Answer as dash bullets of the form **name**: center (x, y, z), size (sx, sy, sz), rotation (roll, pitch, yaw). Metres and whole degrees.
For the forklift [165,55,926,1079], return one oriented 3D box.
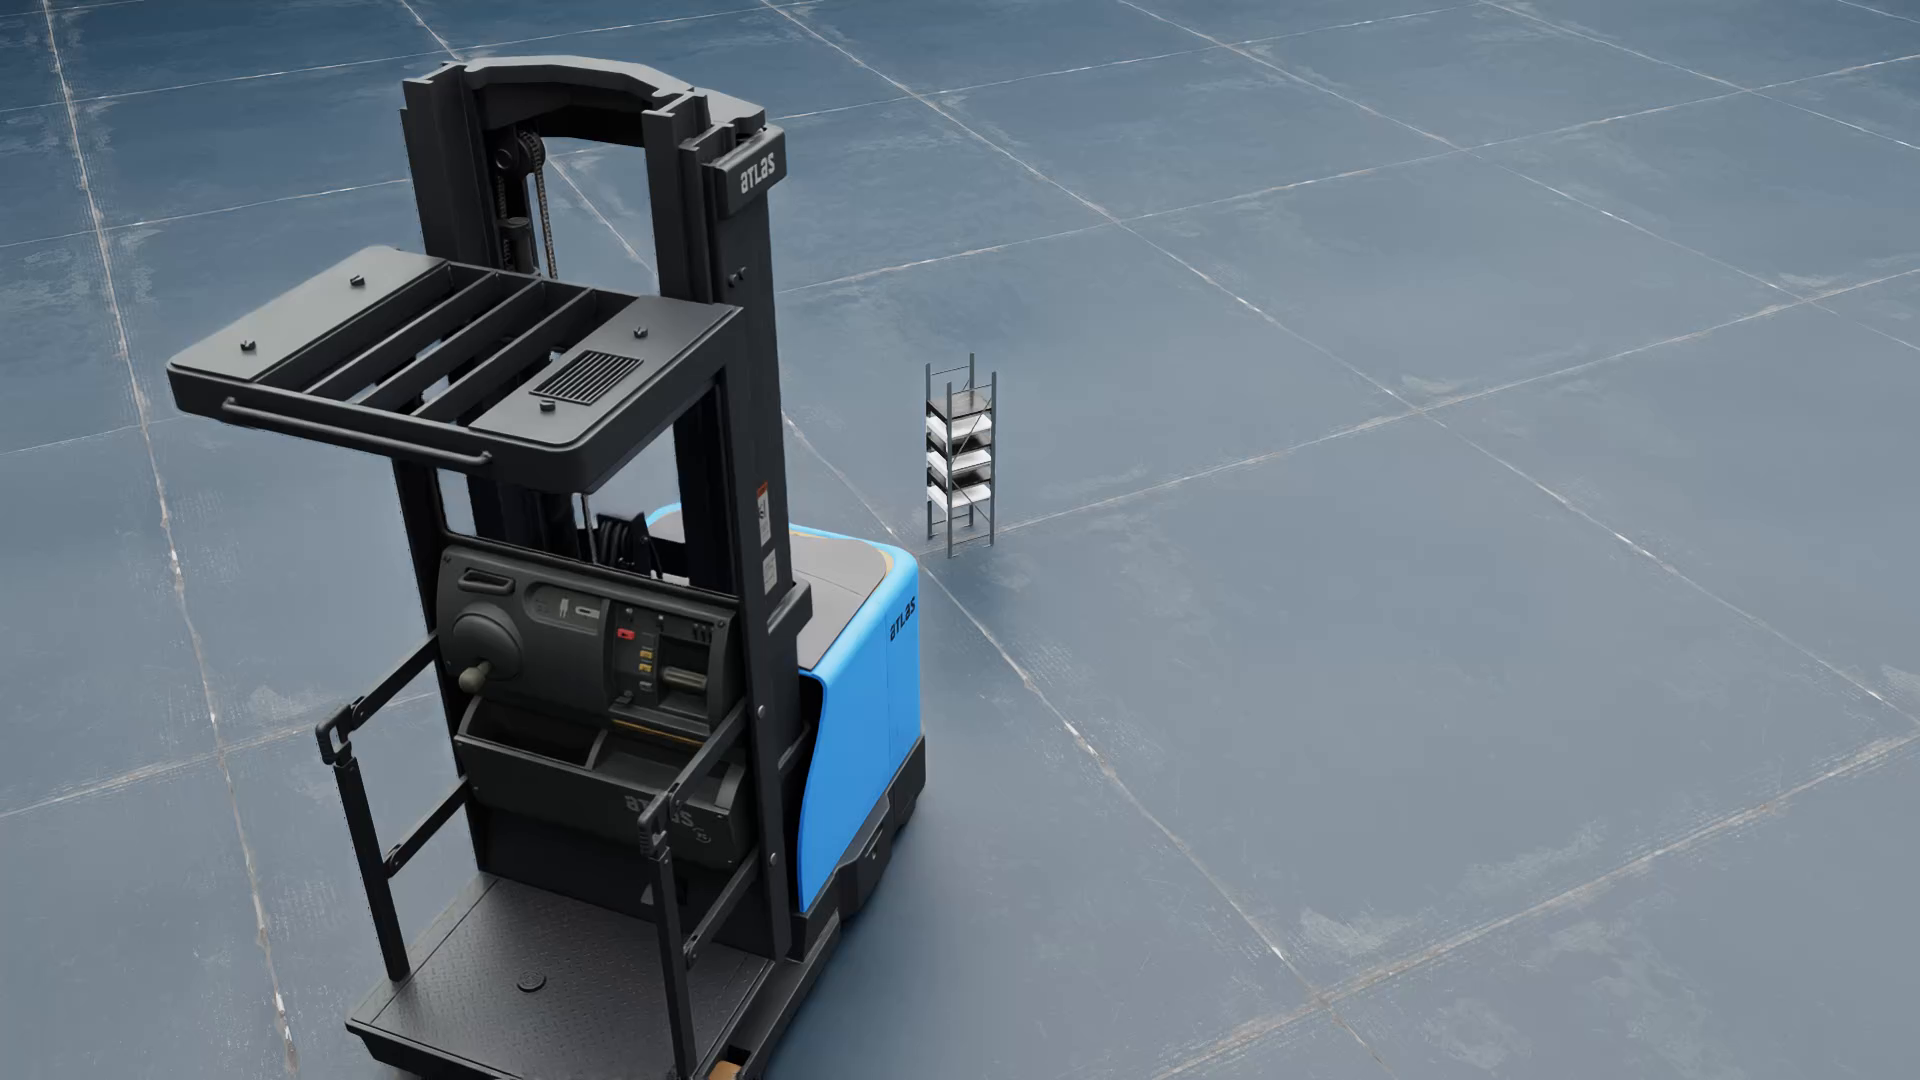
- **forklift**: center (-1.139, 0.349, 4.489), size (1.130, 2.935, 3.031), rotation (12, 35, 18)

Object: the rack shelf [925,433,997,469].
- **rack shelf**: center (0.004, -0.423, 7.471), size (0.258, 0.077, 0.200), rotation (-16, 36, -23)

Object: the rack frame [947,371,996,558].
- **rack frame**: center (0.051, -0.327, 7.425), size (0.240, 0.900, 0.006), rotation (-16, 36, -23)

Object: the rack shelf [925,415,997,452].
- **rack shelf**: center (0.004, -0.499, 7.422), size (0.258, 0.077, 0.200), rotation (-16, 36, -23)

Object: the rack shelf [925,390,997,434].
- **rack shelf**: center (0.004, -0.574, 7.374), size (0.258, 0.077, 0.200), rotation (-16, 36, -23)

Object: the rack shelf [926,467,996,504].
- **rack shelf**: center (0.004, -0.271, 7.568), size (0.258, 0.077, 0.200), rotation (-16, 36, -23)

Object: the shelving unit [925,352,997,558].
- **shelving unit**: center (0.004, -0.375, 7.501), size (0.258, 0.900, 0.210), rotation (-16, 36, -23)

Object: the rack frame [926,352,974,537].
- **rack frame**: center (-0.044, -0.424, 7.577), size (0.240, 0.900, 0.006), rotation (-16, 36, -23)

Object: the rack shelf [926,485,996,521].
- **rack shelf**: center (0.004, -0.195, 7.616), size (0.258, 0.077, 0.200), rotation (-16, 36, -23)

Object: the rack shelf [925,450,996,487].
- **rack shelf**: center (0.004, -0.347, 7.519), size (0.258, 0.077, 0.200), rotation (-16, 36, -23)
